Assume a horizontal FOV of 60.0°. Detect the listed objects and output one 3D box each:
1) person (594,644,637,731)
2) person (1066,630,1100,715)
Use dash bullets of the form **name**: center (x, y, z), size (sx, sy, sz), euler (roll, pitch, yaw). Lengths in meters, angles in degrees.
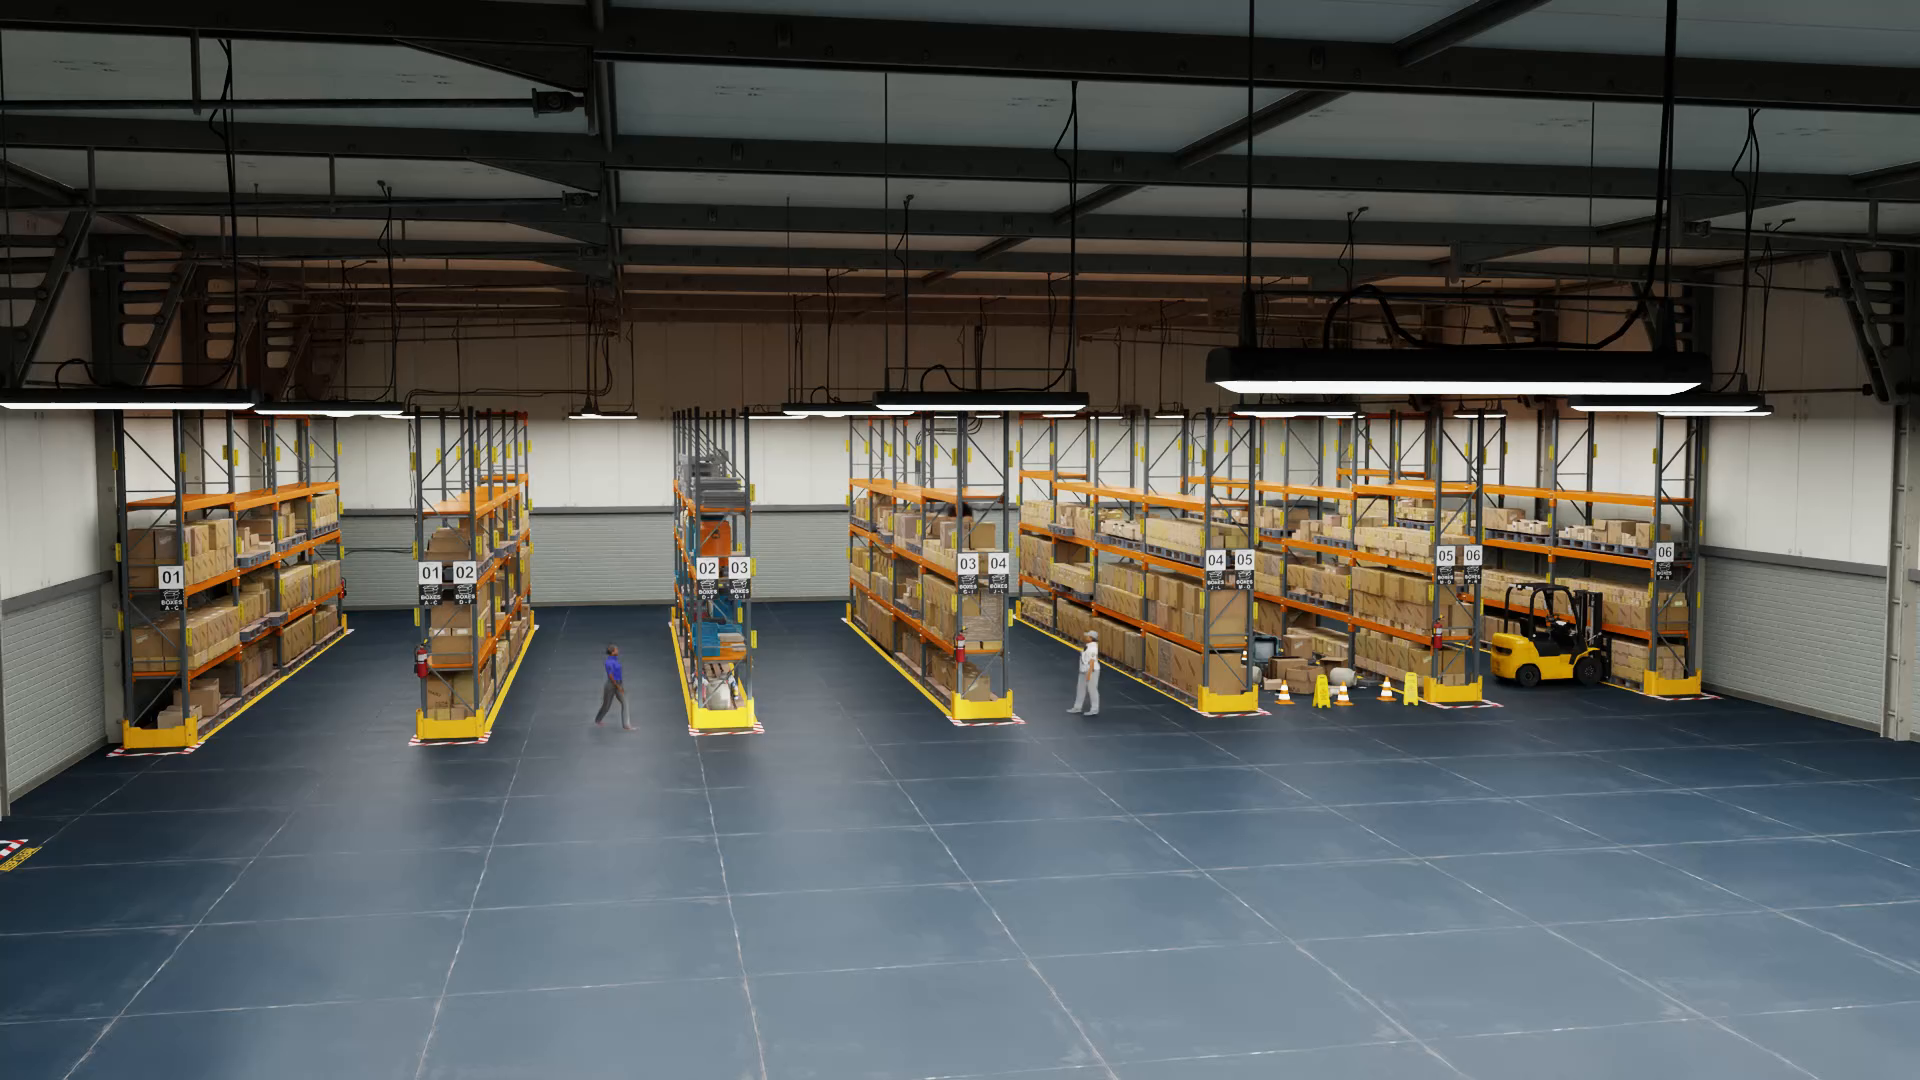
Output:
- **person**: center (-6.426, 2.728, 30.832), size (0.979, 1.608, 0.408), euler (3, 5, 40)
- **person**: center (2.429, 2.587, 32.517), size (0.552, 1.655, 0.580), euler (-2, 4, -21)
